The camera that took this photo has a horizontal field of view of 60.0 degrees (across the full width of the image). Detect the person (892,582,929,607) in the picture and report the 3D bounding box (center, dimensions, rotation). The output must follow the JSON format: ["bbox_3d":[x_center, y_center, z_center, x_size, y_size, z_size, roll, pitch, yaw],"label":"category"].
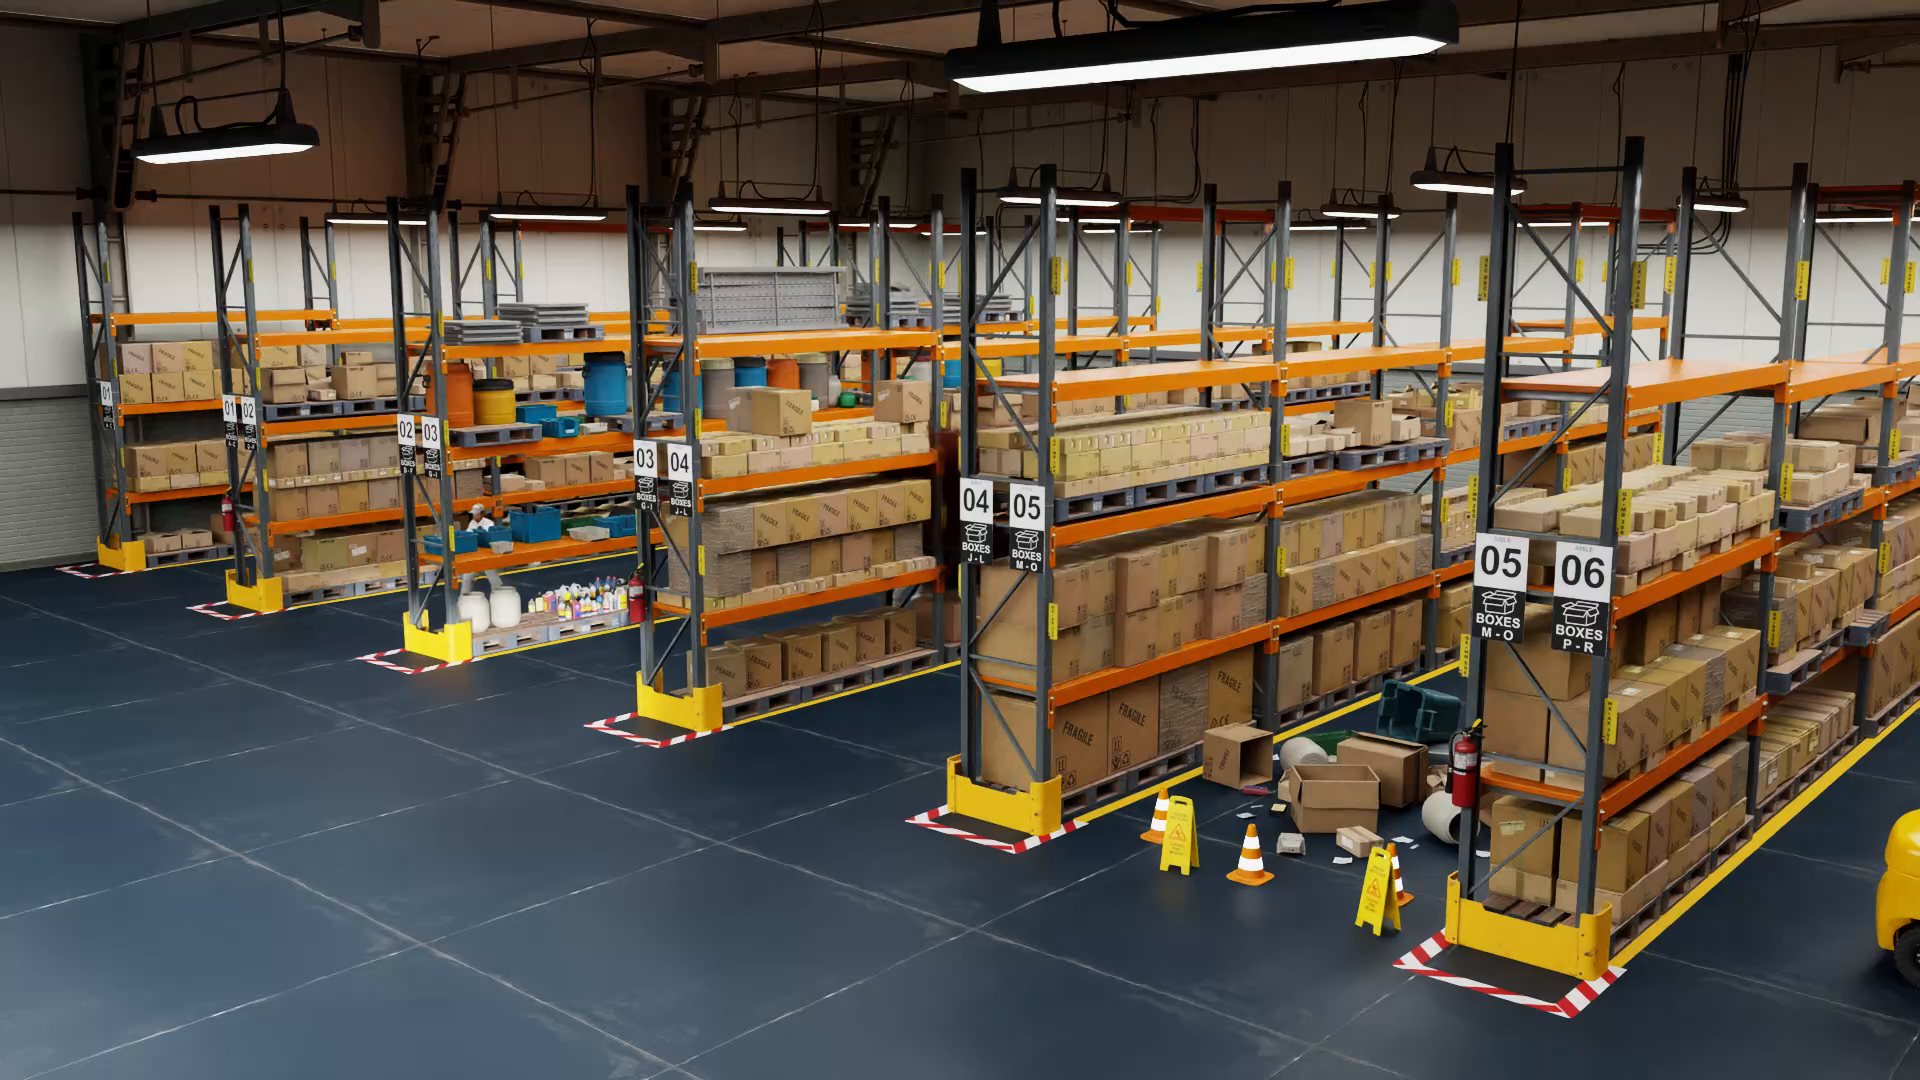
[{"bbox_3d":[-0.823,0.060,23.714,1.030,1.731,0.593,-8,12,-40],"label":"person"}]

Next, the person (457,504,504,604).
[{"bbox_3d":[-7.167,0.264,24.692,0.538,1.608,0.947,3,10,19],"label":"person"}]

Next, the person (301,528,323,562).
[{"bbox_3d":[-10.693,-0.215,27.615,0.499,1.646,0.617,9,13,43],"label":"person"}]
